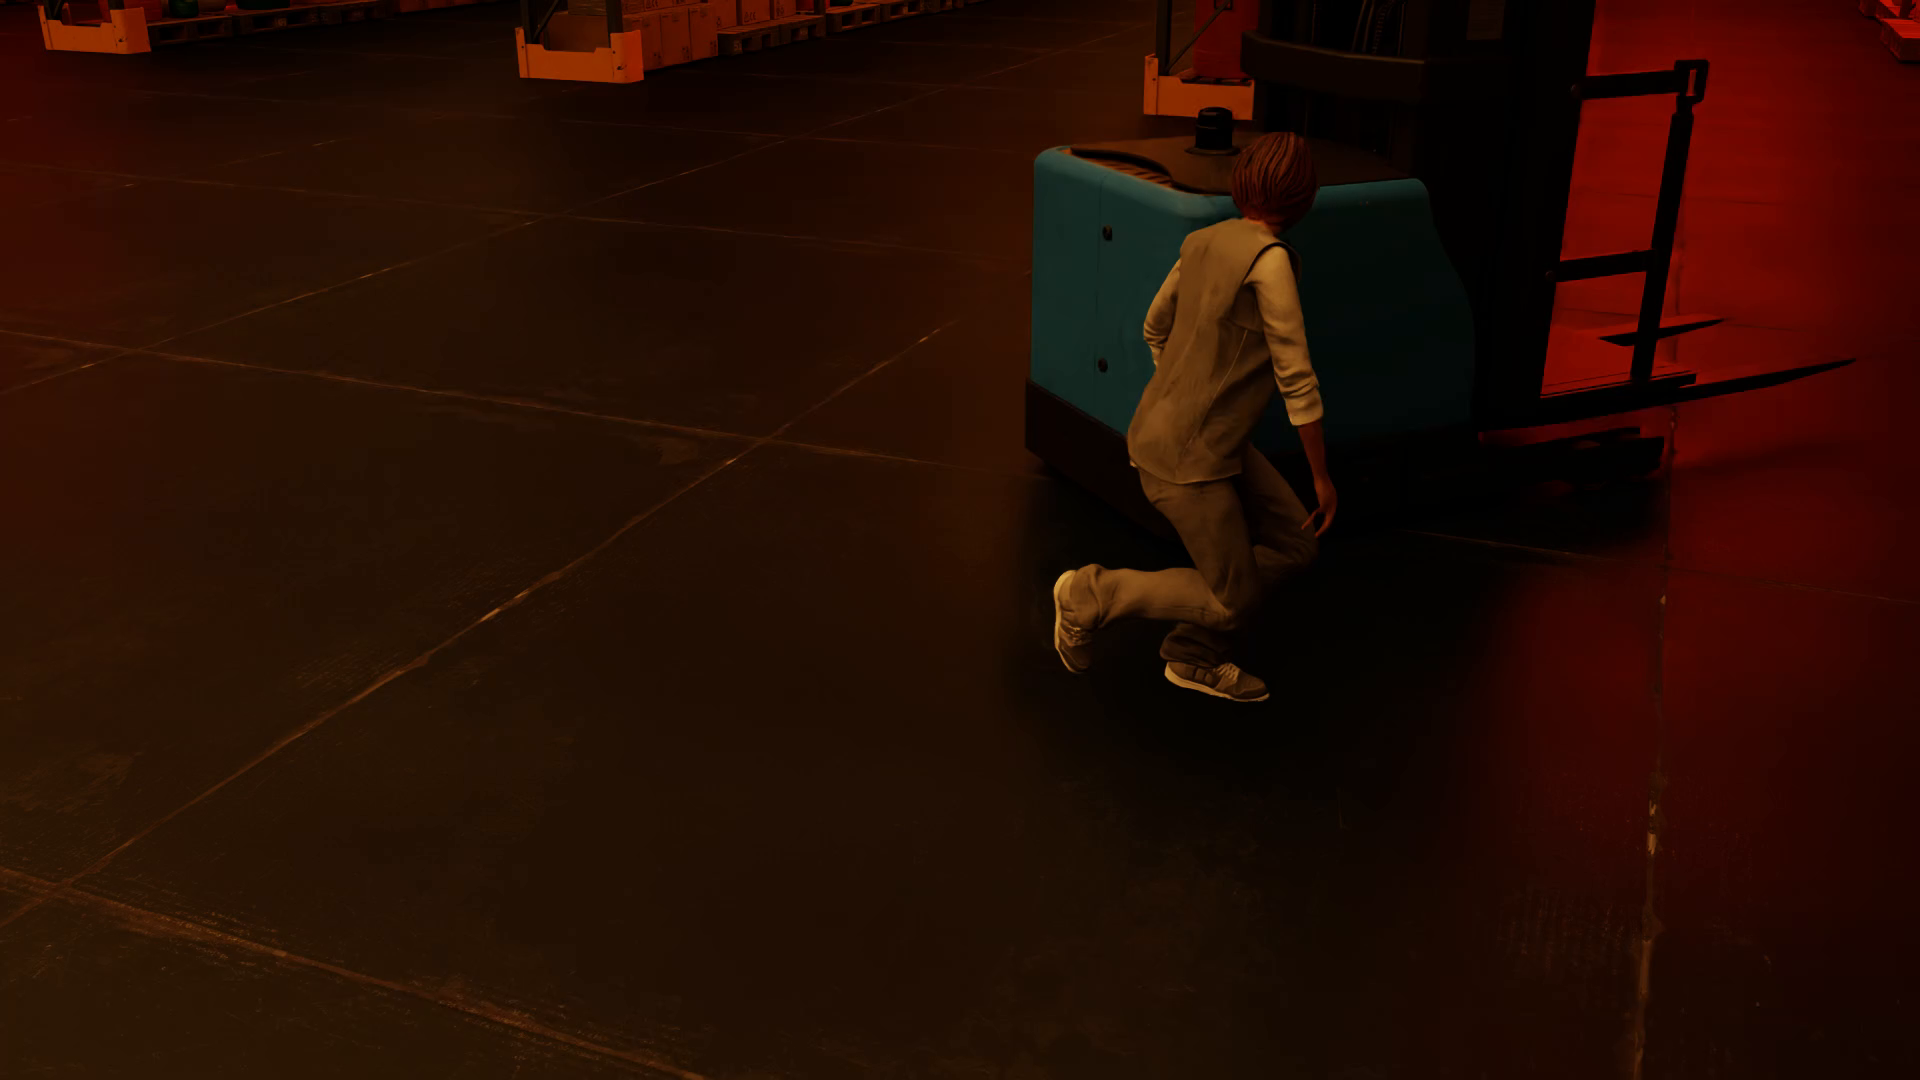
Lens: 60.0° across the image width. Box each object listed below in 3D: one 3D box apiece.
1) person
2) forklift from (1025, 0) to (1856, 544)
[{"bbox_3d":[0.553,-0.263,3.963,0.643,1.395,0.575,2,23,5],"label":"person"},{"bbox_3d":[1.782,-1.688,5.330,3.031,2.935,1.130,-10,25,-23],"label":"forklift"}]
